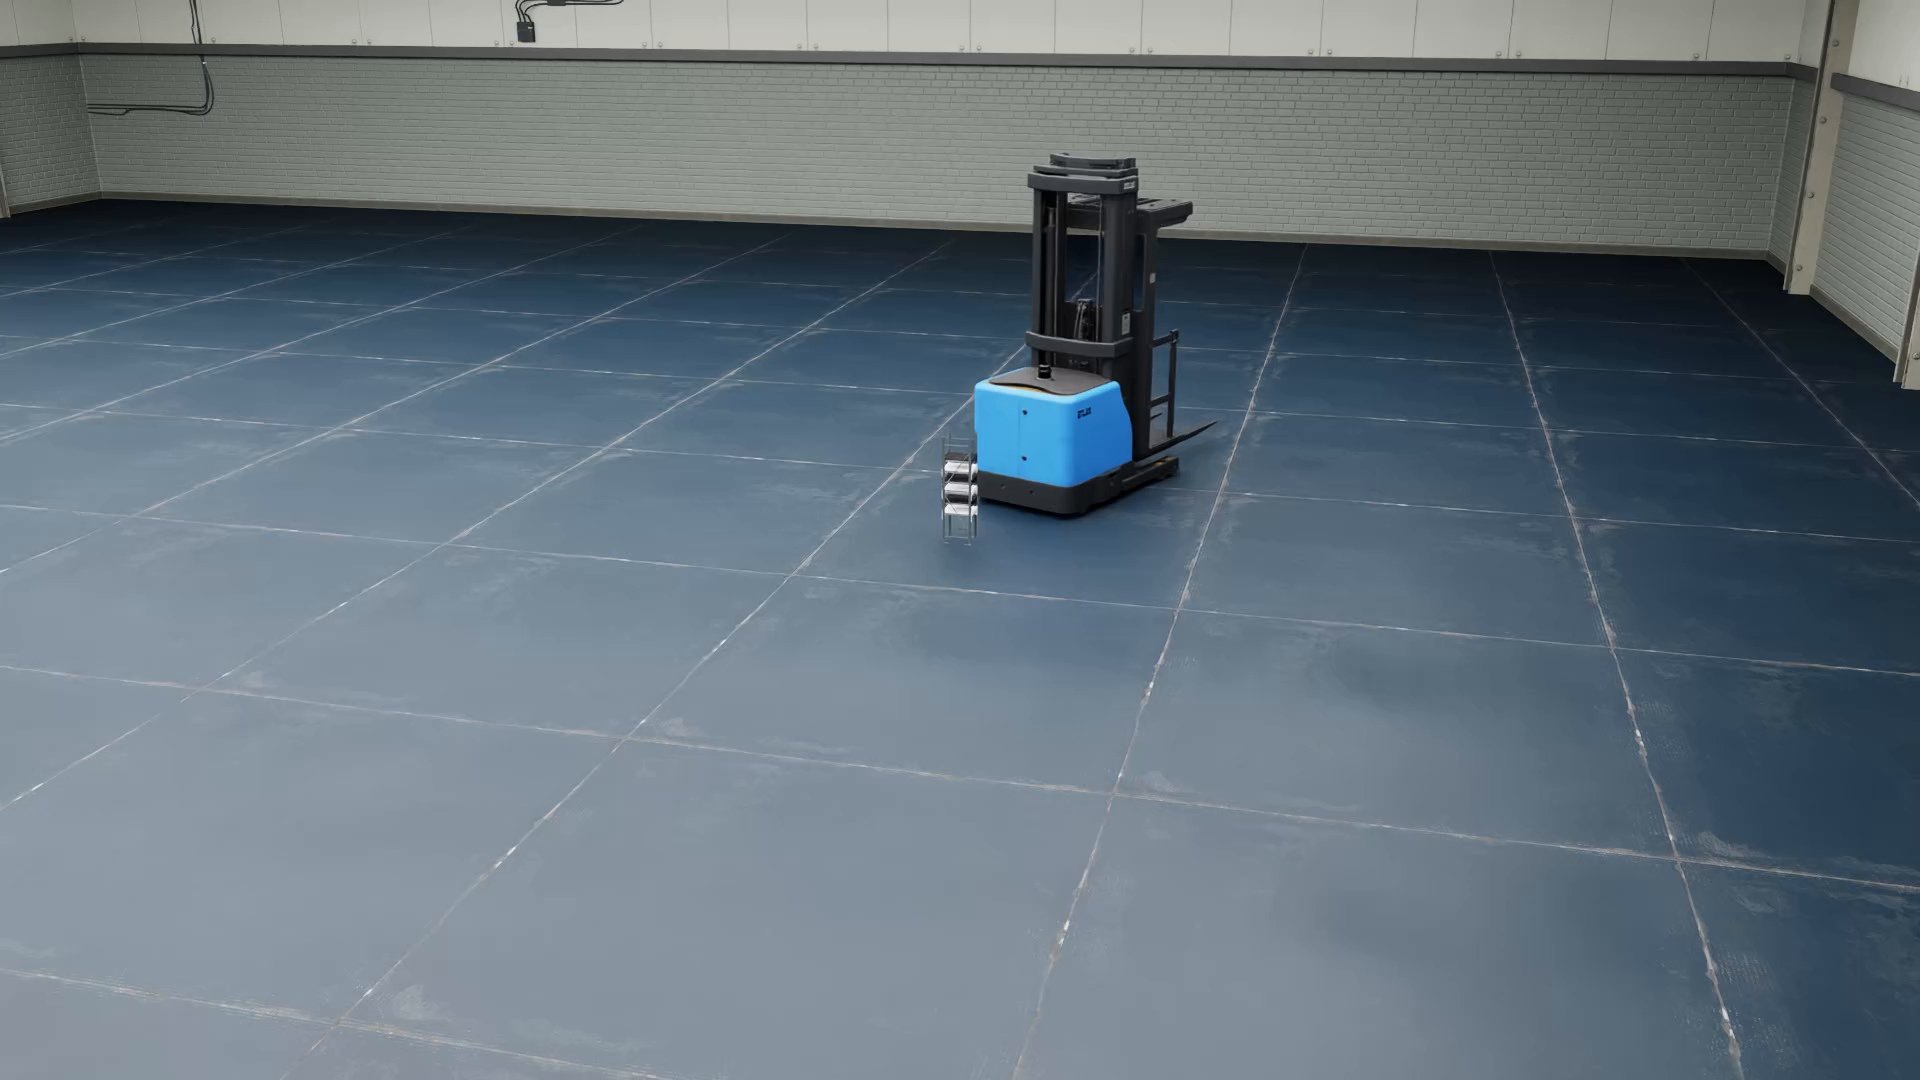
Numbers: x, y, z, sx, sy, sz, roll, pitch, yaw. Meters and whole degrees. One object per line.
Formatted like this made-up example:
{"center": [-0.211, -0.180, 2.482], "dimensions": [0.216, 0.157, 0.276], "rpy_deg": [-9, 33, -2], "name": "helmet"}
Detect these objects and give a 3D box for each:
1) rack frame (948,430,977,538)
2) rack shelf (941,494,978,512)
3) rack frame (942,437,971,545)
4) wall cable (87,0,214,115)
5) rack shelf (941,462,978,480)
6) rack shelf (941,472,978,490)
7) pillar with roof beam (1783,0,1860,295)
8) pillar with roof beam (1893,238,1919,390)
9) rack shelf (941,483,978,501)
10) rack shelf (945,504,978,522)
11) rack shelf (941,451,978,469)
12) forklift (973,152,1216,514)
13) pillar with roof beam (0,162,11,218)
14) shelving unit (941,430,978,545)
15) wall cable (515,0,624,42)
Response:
{"center": [0.023, -0.455, 13.628], "dimensions": [0.240, 0.900, 0.006], "rpy_deg": [5, 19, 13], "name": "rack frame"}
{"center": [-0.002, -0.307, 13.575], "dimensions": [0.258, 0.077, 0.200], "rpy_deg": [5, 19, 13], "name": "rack shelf"}
{"center": [-0.027, -0.391, 13.441], "dimensions": [0.240, 0.900, 0.006], "rpy_deg": [5, 19, 13], "name": "rack frame"}
{"center": [-16.308, -9.722, 33.032], "dimensions": [3.097, 2.526, 0.112], "rpy_deg": [5, 19, 13], "name": "wall cable"}
{"center": [-0.002, -0.562, 13.487], "dimensions": [0.258, 0.077, 0.200], "rpy_deg": [5, 19, 13], "name": "rack shelf"}
{"center": [-0.002, -0.477, 13.516], "dimensions": [0.258, 0.077, 0.200], "rpy_deg": [5, 19, 13], "name": "rack shelf"}
{"center": [8.060, -8.225, 23.845], "dimensions": [9.100, 9.000, 0.400], "rpy_deg": [5, 19, 13], "name": "pillar with roof beam"}
{"center": [6.594, -6.344, 18.339], "dimensions": [9.100, 9.000, 0.400], "rpy_deg": [5, 19, 13], "name": "pillar with roof beam"}
{"center": [-0.002, -0.392, 13.545], "dimensions": [0.258, 0.077, 0.200], "rpy_deg": [5, 19, 13], "name": "rack shelf"}
{"center": [-0.002, -0.221, 13.604], "dimensions": [0.258, 0.077, 0.200], "rpy_deg": [5, 19, 13], "name": "rack shelf"}
{"center": [-0.002, -0.647, 13.458], "dimensions": [0.258, 0.077, 0.200], "rpy_deg": [5, 19, 13], "name": "rack shelf"}
{"center": [1.382, -2.020, 15.068], "dimensions": [1.130, 2.935, 3.031], "rpy_deg": [13, 23, 34], "name": "forklift"}
{"center": [-14.136, -10.032, 29.137], "dimensions": [9.100, 9.000, 0.400], "rpy_deg": [5, 19, 13], "name": "pillar with roof beam"}
{"center": [-0.002, -0.423, 13.535], "dimensions": [0.258, 0.900, 0.210], "rpy_deg": [5, 19, 13], "name": "shelving unit"}
{"center": [-7.107, -12.046, 29.771], "dimensions": [2.305, 6.003, 0.169], "rpy_deg": [5, 19, 13], "name": "wall cable"}
